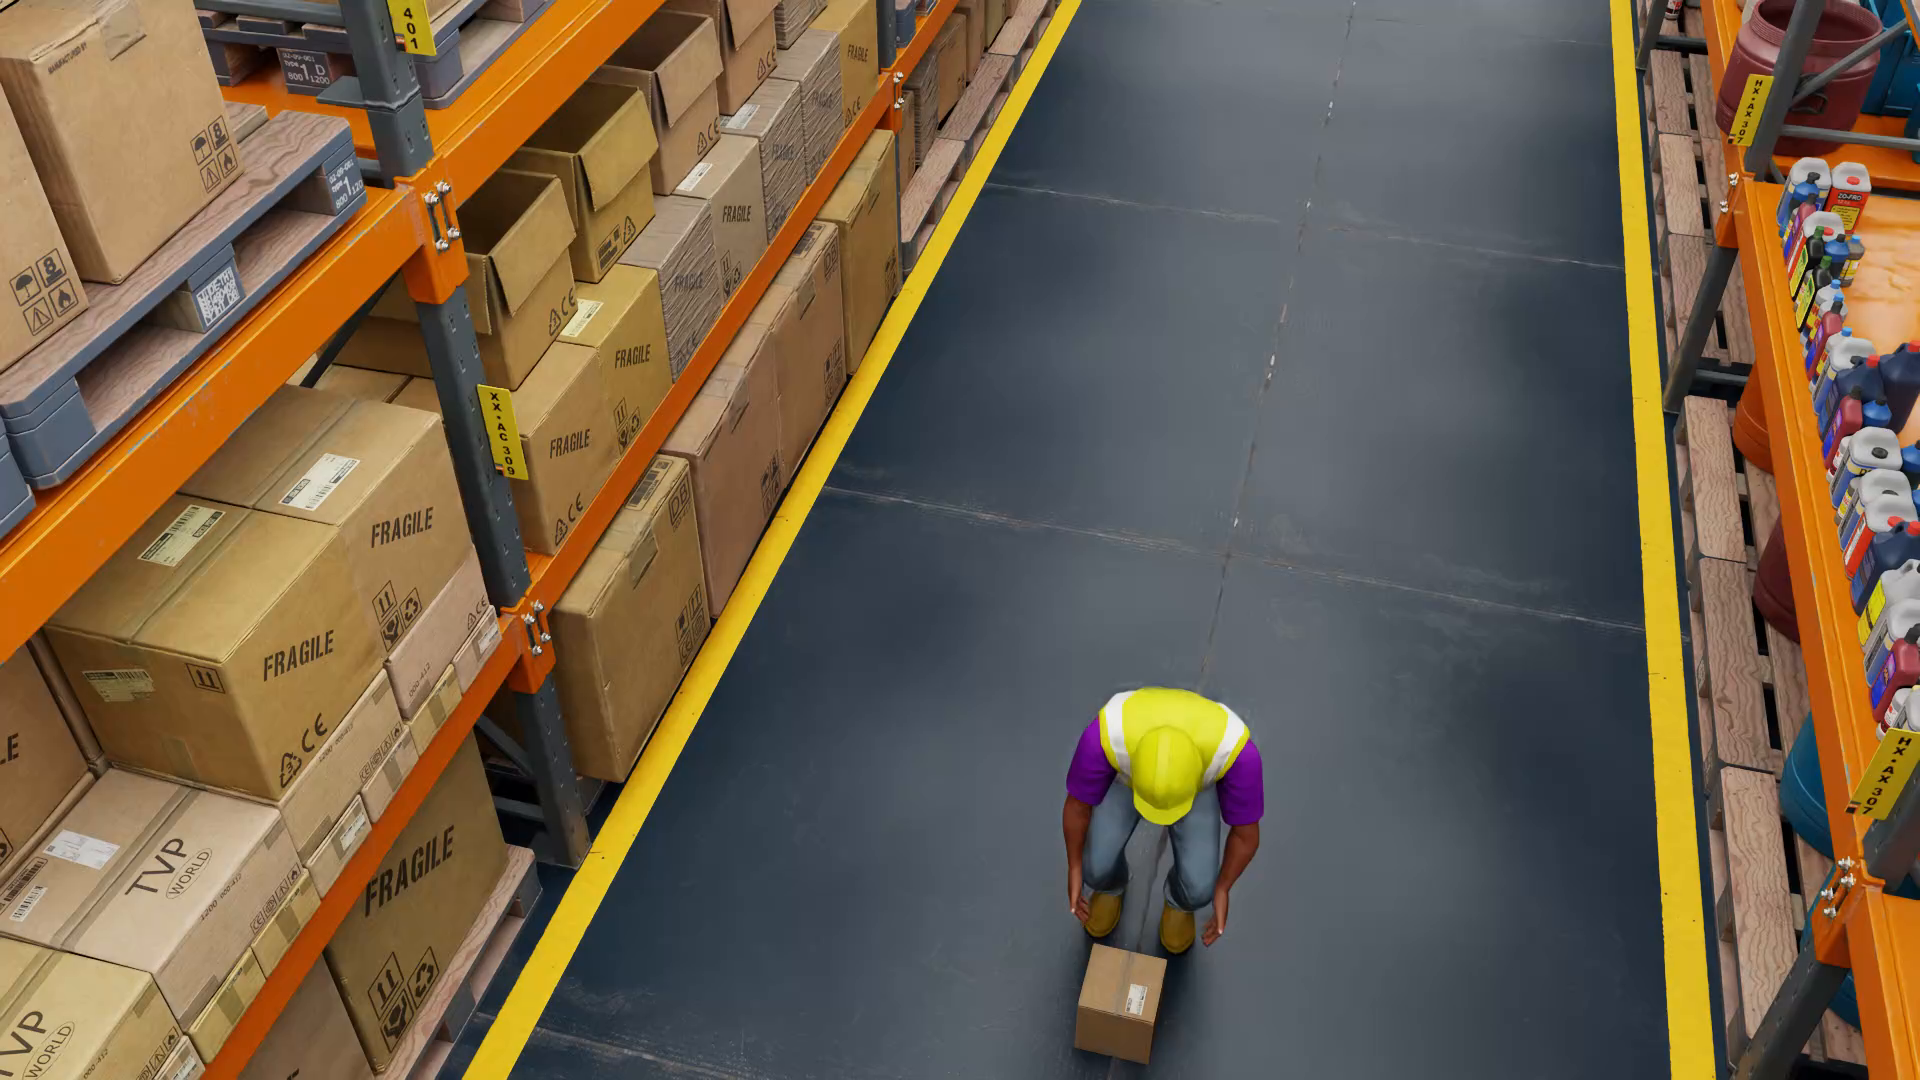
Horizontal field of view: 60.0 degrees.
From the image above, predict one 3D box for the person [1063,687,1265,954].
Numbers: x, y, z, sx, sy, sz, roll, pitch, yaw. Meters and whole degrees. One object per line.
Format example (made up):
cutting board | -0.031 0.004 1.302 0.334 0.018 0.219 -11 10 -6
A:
person | 0.673 0.891 5.454 0.629 1.313 0.805 10 42 11
